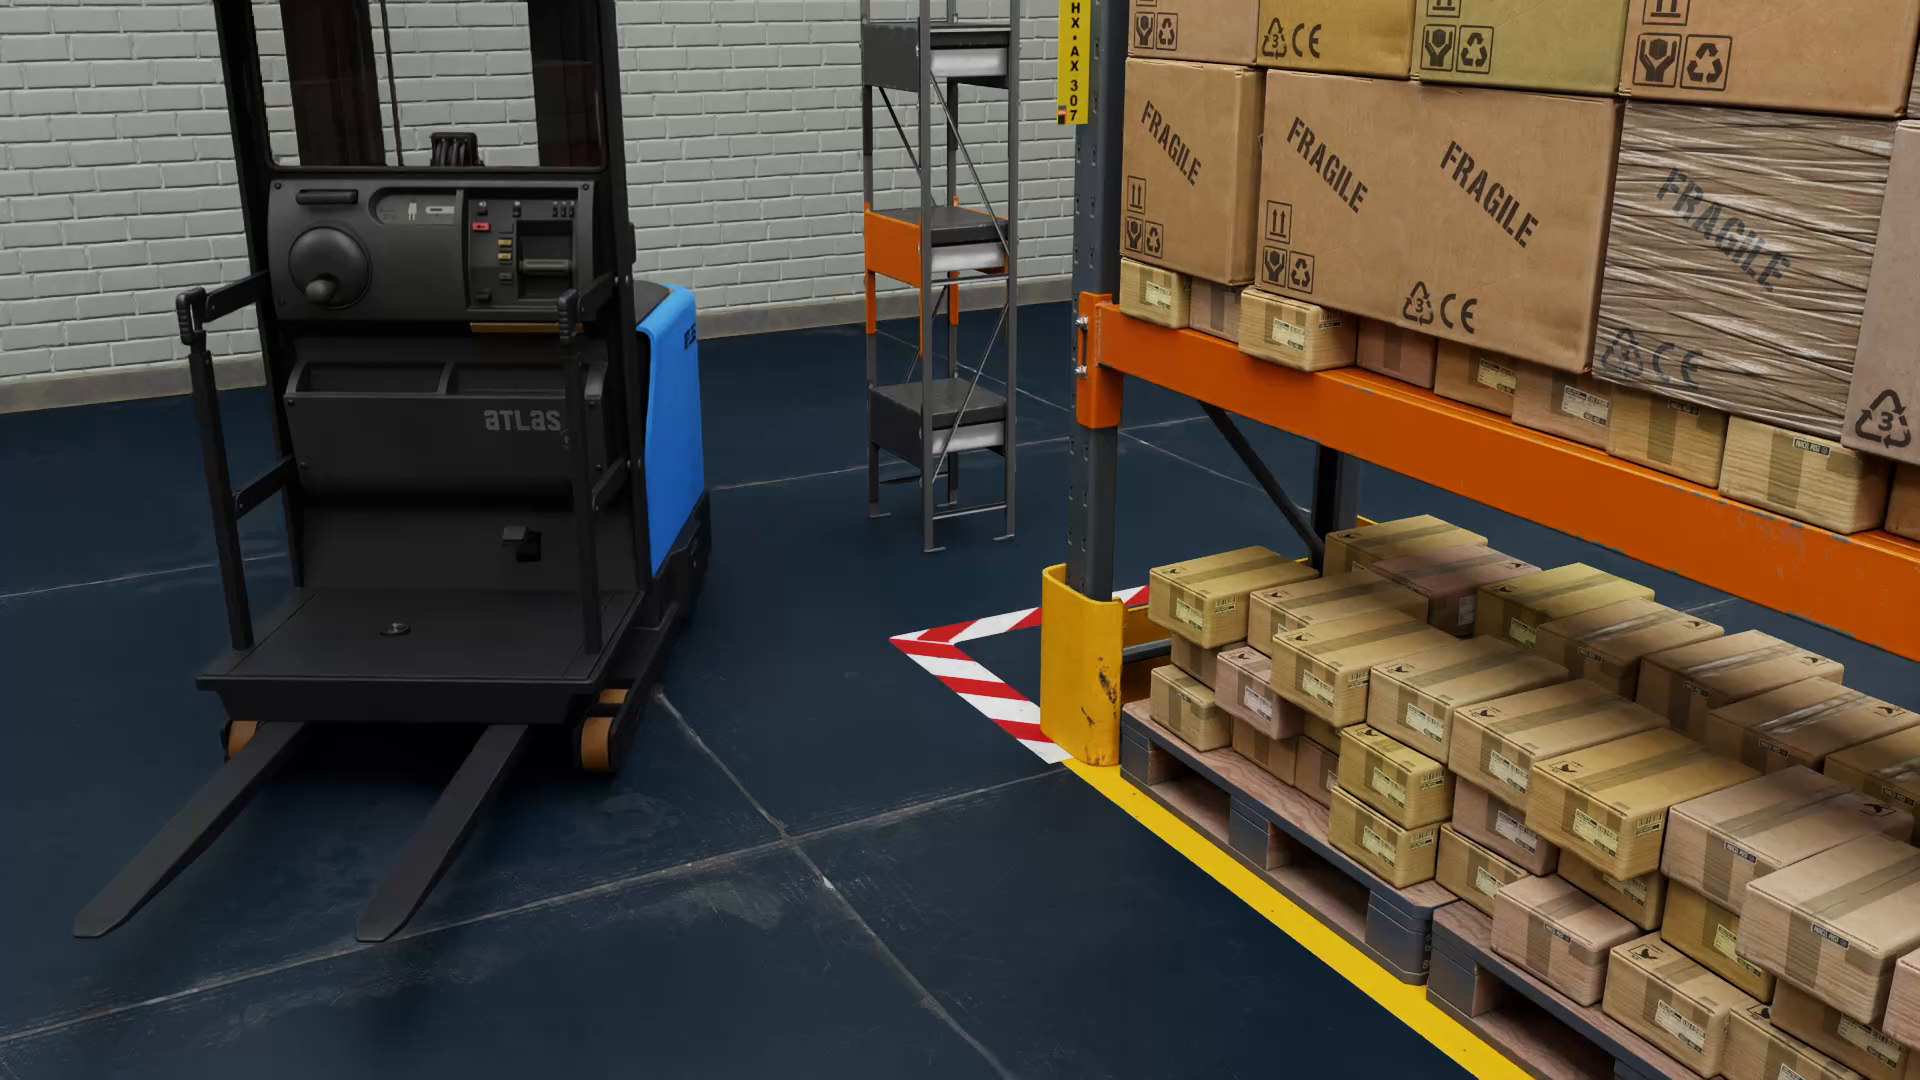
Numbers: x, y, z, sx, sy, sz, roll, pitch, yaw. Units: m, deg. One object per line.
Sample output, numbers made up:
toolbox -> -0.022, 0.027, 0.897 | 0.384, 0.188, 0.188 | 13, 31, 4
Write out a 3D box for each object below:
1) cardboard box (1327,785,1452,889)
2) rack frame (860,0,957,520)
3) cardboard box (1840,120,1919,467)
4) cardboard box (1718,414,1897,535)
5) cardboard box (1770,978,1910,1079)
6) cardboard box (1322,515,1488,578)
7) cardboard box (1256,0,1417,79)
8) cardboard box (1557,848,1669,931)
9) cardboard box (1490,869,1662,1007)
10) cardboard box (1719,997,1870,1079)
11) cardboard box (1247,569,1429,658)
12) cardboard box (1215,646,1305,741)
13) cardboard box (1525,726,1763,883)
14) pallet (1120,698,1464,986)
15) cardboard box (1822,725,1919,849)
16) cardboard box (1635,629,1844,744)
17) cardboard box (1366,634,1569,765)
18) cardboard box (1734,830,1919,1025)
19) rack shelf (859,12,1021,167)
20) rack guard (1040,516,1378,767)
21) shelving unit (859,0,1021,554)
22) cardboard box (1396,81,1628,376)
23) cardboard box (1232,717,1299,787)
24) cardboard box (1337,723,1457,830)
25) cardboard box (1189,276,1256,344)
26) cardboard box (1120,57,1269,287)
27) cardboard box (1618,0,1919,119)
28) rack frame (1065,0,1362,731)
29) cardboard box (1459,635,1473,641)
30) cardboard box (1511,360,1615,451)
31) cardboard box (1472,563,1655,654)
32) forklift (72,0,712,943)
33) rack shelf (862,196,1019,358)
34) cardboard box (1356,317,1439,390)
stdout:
cardboard box -> 1.088, 0.649, 3.878 | 0.380, 0.149, 0.250 | -10, 21, -26
rack frame -> -0.194, -1.110, 6.630 | 0.400, 2.100, 0.015 | -10, 21, -27
cardboard box -> 1.717, -0.350, 2.437 | 0.500, 0.500, 0.500 | -10, 21, -27
cardboard box -> 1.528, -0.139, 2.822 | 0.380, 0.149, 0.250 | -10, 21, -26
cardboard box -> 1.683, 0.805, 2.969 | 0.380, 0.149, 0.250 | -11, 22, -29
cardboard box -> 1.250, 0.058, 4.680 | 0.380, 0.149, 0.250 | -10, 21, -26
cardboard box -> 1.001, -1.270, 3.570 | 0.500, 0.500, 0.500 | -9, 21, -25
cardboard box -> 1.475, 0.643, 3.440 | 0.380, 0.149, 0.250 | -9, 21, -24
cardboard box -> 1.335, 0.793, 3.462 | 0.380, 0.149, 0.250 | -11, 22, -29
cardboard box -> 1.633, 0.932, 3.058 | 0.380, 0.149, 0.250 | -10, 21, -26
cardboard box -> 0.963, 0.209, 4.243 | 0.380, 0.149, 0.250 | -10, 21, -26
cardboard box -> 0.879, 0.363, 4.251 | 0.380, 0.149, 0.250 | -10, 21, -27
cardboard box -> 1.368, 0.523, 3.332 | 0.380, 0.149, 0.250 | -10, 21, -26
pallet -> 1.167, 0.656, 4.407 | 1.003, 0.211, 1.213 | -10, 21, -27
cardboard box -> 1.975, 0.510, 3.370 | 0.380, 0.149, 0.250 | -10, 21, -26
cardboard box -> 1.798, 0.346, 3.845 | 0.380, 0.149, 0.250 | -9, 21, -25
cardboard box -> 1.160, 0.359, 3.807 | 0.380, 0.149, 0.250 | -11, 22, -29
cardboard box -> 1.593, 0.668, 2.910 | 0.380, 0.149, 0.250 | -11, 22, -29
rack shelf -> -0.079, -1.689, 6.203 | 0.431, 0.518, 0.480 | -10, 21, -27
rack guard -> 0.812, 0.281, 5.052 | 1.175, 0.500, 0.348 | -10, 21, -27
shelving unit -> -0.079, -1.040, 6.427 | 0.431, 2.100, 0.503 | -10, 21, -27
cardboard box -> 1.244, -0.647, 3.298 | 0.500, 0.500, 0.500 | -10, 21, -26
cardboard box -> 0.939, 0.489, 4.343 | 0.380, 0.149, 0.250 | -10, 21, -27
cardboard box -> 1.100, 0.510, 3.825 | 0.380, 0.149, 0.250 | -9, 21, -25
cardboard box -> 0.799, -0.594, 4.138 | 0.380, 0.149, 0.250 | -9, 21, -25
cardboard box -> 0.746, -0.939, 4.145 | 0.500, 0.500, 0.500 | -9, 21, -24
cardboard box -> 1.473, -0.971, 2.705 | 0.500, 0.500, 0.500 | -11, 22, -28
rack frame -> 0.776, -0.923, 4.707 | 1.000, 3.000, 0.127 | -10, 21, -27
cardboard box -> 1.355, 0.276, 4.503 | 0.380, 0.149, 0.250 | -11, 22, -28
cardboard box -> 1.323, -0.298, 3.282 | 0.380, 0.149, 0.250 | -10, 22, -28
cardboard box -> 1.554, 0.193, 4.287 | 0.380, 0.149, 0.250 | -11, 22, -28
forklift -> -1.506, -0.828, 4.536 | 1.130, 2.935, 3.031 | 1, 19, 1
rack shelf -> -0.079, -1.027, 6.431 | 0.431, 0.518, 0.480 | -10, 21, -27
cardboard box -> 1.123, -0.455, 3.736 | 0.380, 0.149, 0.250 | -9, 21, -24
